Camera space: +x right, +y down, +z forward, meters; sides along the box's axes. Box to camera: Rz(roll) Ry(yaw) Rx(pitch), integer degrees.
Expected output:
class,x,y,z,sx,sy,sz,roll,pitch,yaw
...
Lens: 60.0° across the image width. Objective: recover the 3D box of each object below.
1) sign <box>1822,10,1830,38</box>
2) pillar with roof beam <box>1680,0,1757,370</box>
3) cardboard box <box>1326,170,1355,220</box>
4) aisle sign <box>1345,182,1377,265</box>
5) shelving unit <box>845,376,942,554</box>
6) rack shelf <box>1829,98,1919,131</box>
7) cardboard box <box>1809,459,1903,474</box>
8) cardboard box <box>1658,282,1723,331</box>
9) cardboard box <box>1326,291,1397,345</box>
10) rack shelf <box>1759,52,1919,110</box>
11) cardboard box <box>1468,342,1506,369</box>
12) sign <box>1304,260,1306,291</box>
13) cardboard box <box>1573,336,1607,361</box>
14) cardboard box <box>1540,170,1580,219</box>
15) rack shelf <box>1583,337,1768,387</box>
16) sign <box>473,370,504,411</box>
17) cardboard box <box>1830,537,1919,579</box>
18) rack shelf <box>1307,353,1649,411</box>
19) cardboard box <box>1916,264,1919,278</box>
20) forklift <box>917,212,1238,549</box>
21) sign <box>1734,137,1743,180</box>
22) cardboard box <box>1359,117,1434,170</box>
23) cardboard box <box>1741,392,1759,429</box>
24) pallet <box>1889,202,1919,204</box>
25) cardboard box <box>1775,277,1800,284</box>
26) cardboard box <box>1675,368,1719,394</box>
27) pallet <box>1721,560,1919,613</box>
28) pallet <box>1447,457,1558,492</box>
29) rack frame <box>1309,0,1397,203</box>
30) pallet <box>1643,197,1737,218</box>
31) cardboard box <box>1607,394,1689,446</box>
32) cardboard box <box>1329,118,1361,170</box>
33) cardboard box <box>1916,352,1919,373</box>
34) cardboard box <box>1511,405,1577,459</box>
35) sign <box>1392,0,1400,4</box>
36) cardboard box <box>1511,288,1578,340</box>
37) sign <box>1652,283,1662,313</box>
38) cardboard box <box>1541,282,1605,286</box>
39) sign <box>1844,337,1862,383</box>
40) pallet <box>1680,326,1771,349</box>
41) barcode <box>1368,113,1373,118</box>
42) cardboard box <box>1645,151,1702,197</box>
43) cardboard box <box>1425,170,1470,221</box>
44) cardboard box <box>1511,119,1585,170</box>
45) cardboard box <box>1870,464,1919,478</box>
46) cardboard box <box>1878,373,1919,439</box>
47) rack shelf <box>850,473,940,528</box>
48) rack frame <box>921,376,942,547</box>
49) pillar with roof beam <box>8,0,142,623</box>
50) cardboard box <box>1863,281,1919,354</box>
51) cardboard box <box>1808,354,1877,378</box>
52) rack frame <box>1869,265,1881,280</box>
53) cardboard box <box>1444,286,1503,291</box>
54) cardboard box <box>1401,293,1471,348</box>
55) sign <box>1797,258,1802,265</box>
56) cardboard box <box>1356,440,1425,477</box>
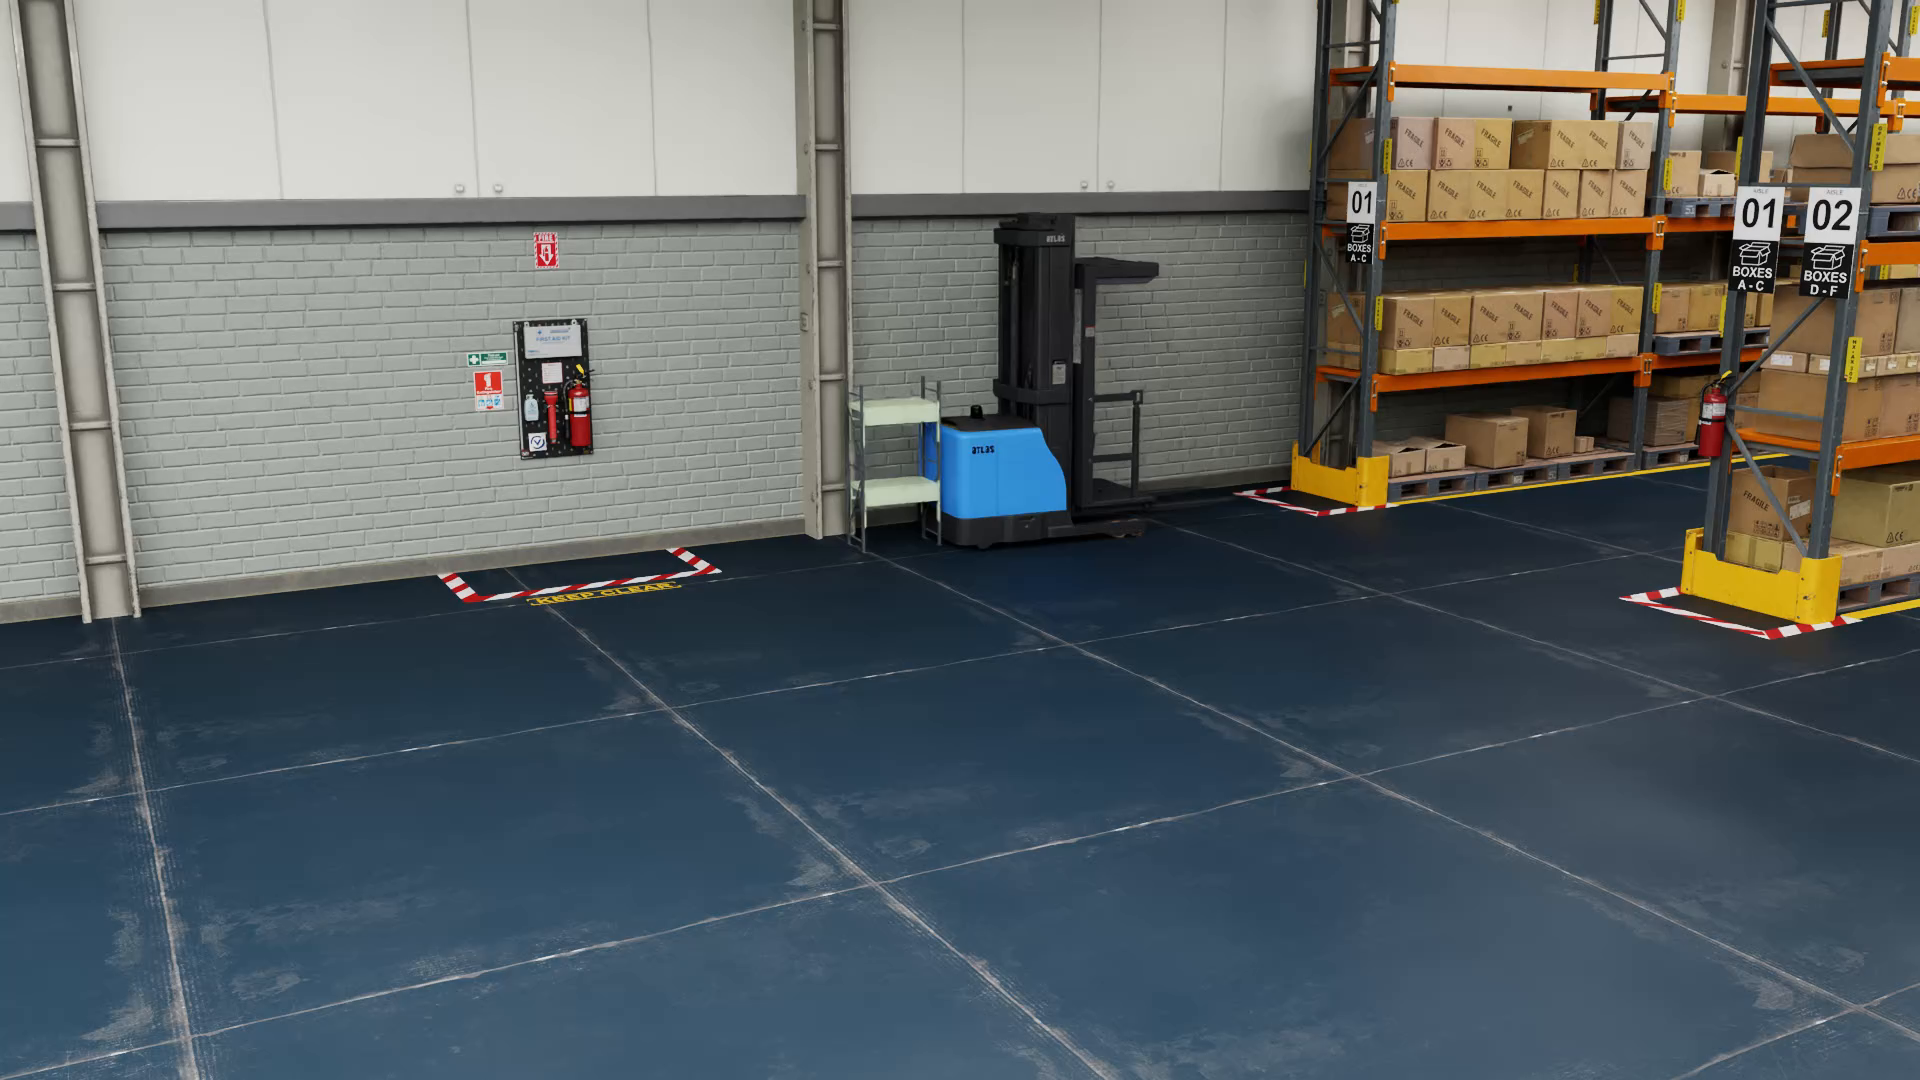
class,x,y,z,sx,sy,sz,roll,pitch,yaw
sign,10.608,-6.319,20.346,0.005,0.325,0.100,-7,14,-28
pillar with roof beam,11.384,-4.880,16.439,0.400,9.000,9.100,-7,14,-28
cardboard box,4.100,-3.526,16.981,0.500,0.500,0.500,-6,14,-24
aisle sign,3.936,-3.114,16.336,0.004,0.787,0.394,-7,14,-28
shelving unit,-0.592,-0.679,14.850,0.755,1.500,0.431,-6,14,-24
rack shelf,12.633,-5.344,21.050,4.000,0.370,1.077,-7,14,-28
cardboard box,7.431,-0.408,13.830,0.500,0.500,0.500,-7,14,-28
cardboard box,8.323,-2.700,19.186,0.500,0.500,0.700,-5,14,-22
cardboard box,4.167,-2.304,17.246,0.500,0.500,0.500,-7,14,-28
rack shelf,7.987,-3.548,13.070,4.000,0.370,1.077,-7,14,-28
cardboard box,5.335,-1.948,17.370,0.500,0.250,0.500,-7,15,-29
sign,3.607,-2.740,17.234,0.005,0.325,0.100,-7,14,-28
cardboard box,6.654,-2.110,18.089,0.500,0.250,0.500,-7,14,-28
cardboard box,6.123,-3.637,17.474,0.500,0.500,0.500,-7,15,-30
rack shelf,9.122,-2.192,19.795,4.000,0.370,1.077,-7,14,-28
sign,-3.933,-1.247,13.878,0.234,0.329,0.001,-7,14,-28
cardboard box,7.246,0.113,13.224,0.500,0.250,0.500,-7,14,-28
rack shelf,5.611,-1.771,17.925,4.000,0.370,1.077,-7,14,-28
cardboard box,11.870,-3.377,20.766,0.500,0.250,0.500,-7,14,-29
forklift,1.165,-1.542,15.428,3.031,2.935,1.130,-6,14,-24
sign,5.984,-2.920,12.725,0.005,0.325,0.100,-7,14,-28
cardboard box,4.310,-3.915,16.431,0.500,0.500,0.500,-8,15,-32
cardboard box,9.340,-1.573,20.098,0.500,0.500,0.700,-7,14,-28
pallet,7.937,-2.576,13.234,1.213,0.211,1.003,-7,14,-28
cardboard box,9.992,-2.901,20.079,0.500,0.500,0.700,-8,15,-33
cardboard box,8.844,-1.876,19.739,0.500,0.250,0.500,-7,15,-29
pallet,6.883,0.315,13.371,1.213,0.211,1.003,-7,14,-28
pallet,5.721,-0.765,18.169,1.213,0.211,1.003,-7,14,-28
rack frame,3.855,-4.838,16.253,0.127,3.000,1.000,-7,14,-28
pallet,7.959,-3.748,18.670,1.003,0.211,1.213,-7,14,-28
cardboard box,8.004,-1.408,19.366,0.500,0.500,0.700,-6,14,-26
cardboard box,4.108,-4.017,16.885,0.500,0.500,0.500,-6,14,-25
cardboard box,7.352,-1.403,12.945,0.250,0.149,0.380,-7,14,-29
cardboard box,6.474,-1.210,18.488,0.500,0.500,0.500,-8,15,-32
sign,4.115,-5.228,15.677,0.005,0.325,0.100,-7,14,-28
cardboard box,6.217,-2.421,17.763,0.500,0.500,0.500,-7,15,-29
sign,7.633,-2.651,18.225,0.005,0.325,0.100,-7,14,-28
cardboard box,6.854,-2.625,18.672,0.500,0.500,0.500,-7,15,-29
sign,6.493,-1.311,12.089,0.005,0.325,0.100,-7,14,-28
pallet,9.159,-2.443,19.712,1.213,0.211,1.003,-7,14,-28
barcode,4.239,-4.375,17.156,0.075,0.075,0.001,-7,14,-28
cardboard box,7.884,-4.091,18.582,0.500,0.500,0.500,-5,13,-20
cardboard box,4.757,-3.470,16.732,0.500,0.500,0.500,-6,14,-24
cardboard box,6.127,-4.120,17.344,0.500,0.500,0.500,-7,15,-30
cardboard box,7.680,-0.308,13.385,0.500,0.500,0.500,-7,14,-28
cardboard box,7.107,-1.109,13.117,0.500,0.500,0.700,-6,14,-26
rack shelf,-0.592,-0.361,14.922,0.720,0.370,0.431,-6,14,-24
rack frame,-0.259,-0.712,14.997,0.023,1.500,0.400,-6,14,-24
pillar with roof beam,-4.415,-2.987,8.025,0.400,9.000,9.100,-7,14,-28
cardboard box,7.153,-1.747,13.000,0.500,0.500,0.700,-7,15,-29
cardboard box,6.680,-1.322,12.588,0.250,0.149,0.380,-7,14,-28
rack frame,10.877,-2.753,20.651,0.127,3.000,1.000,-7,14,-28
cardboard box,5.507,-2.464,17.953,0.500,0.500,0.500,-7,14,-27
cardboard box,4.857,-2.256,17.032,0.500,0.500,0.500,-7,14,-28
sign,10.608,-3.425,20.998,0.005,0.325,0.100,-7,14,-28
cardboard box,4.506,-0.870,17.405,0.500,0.311,0.500,-9,15,-34
